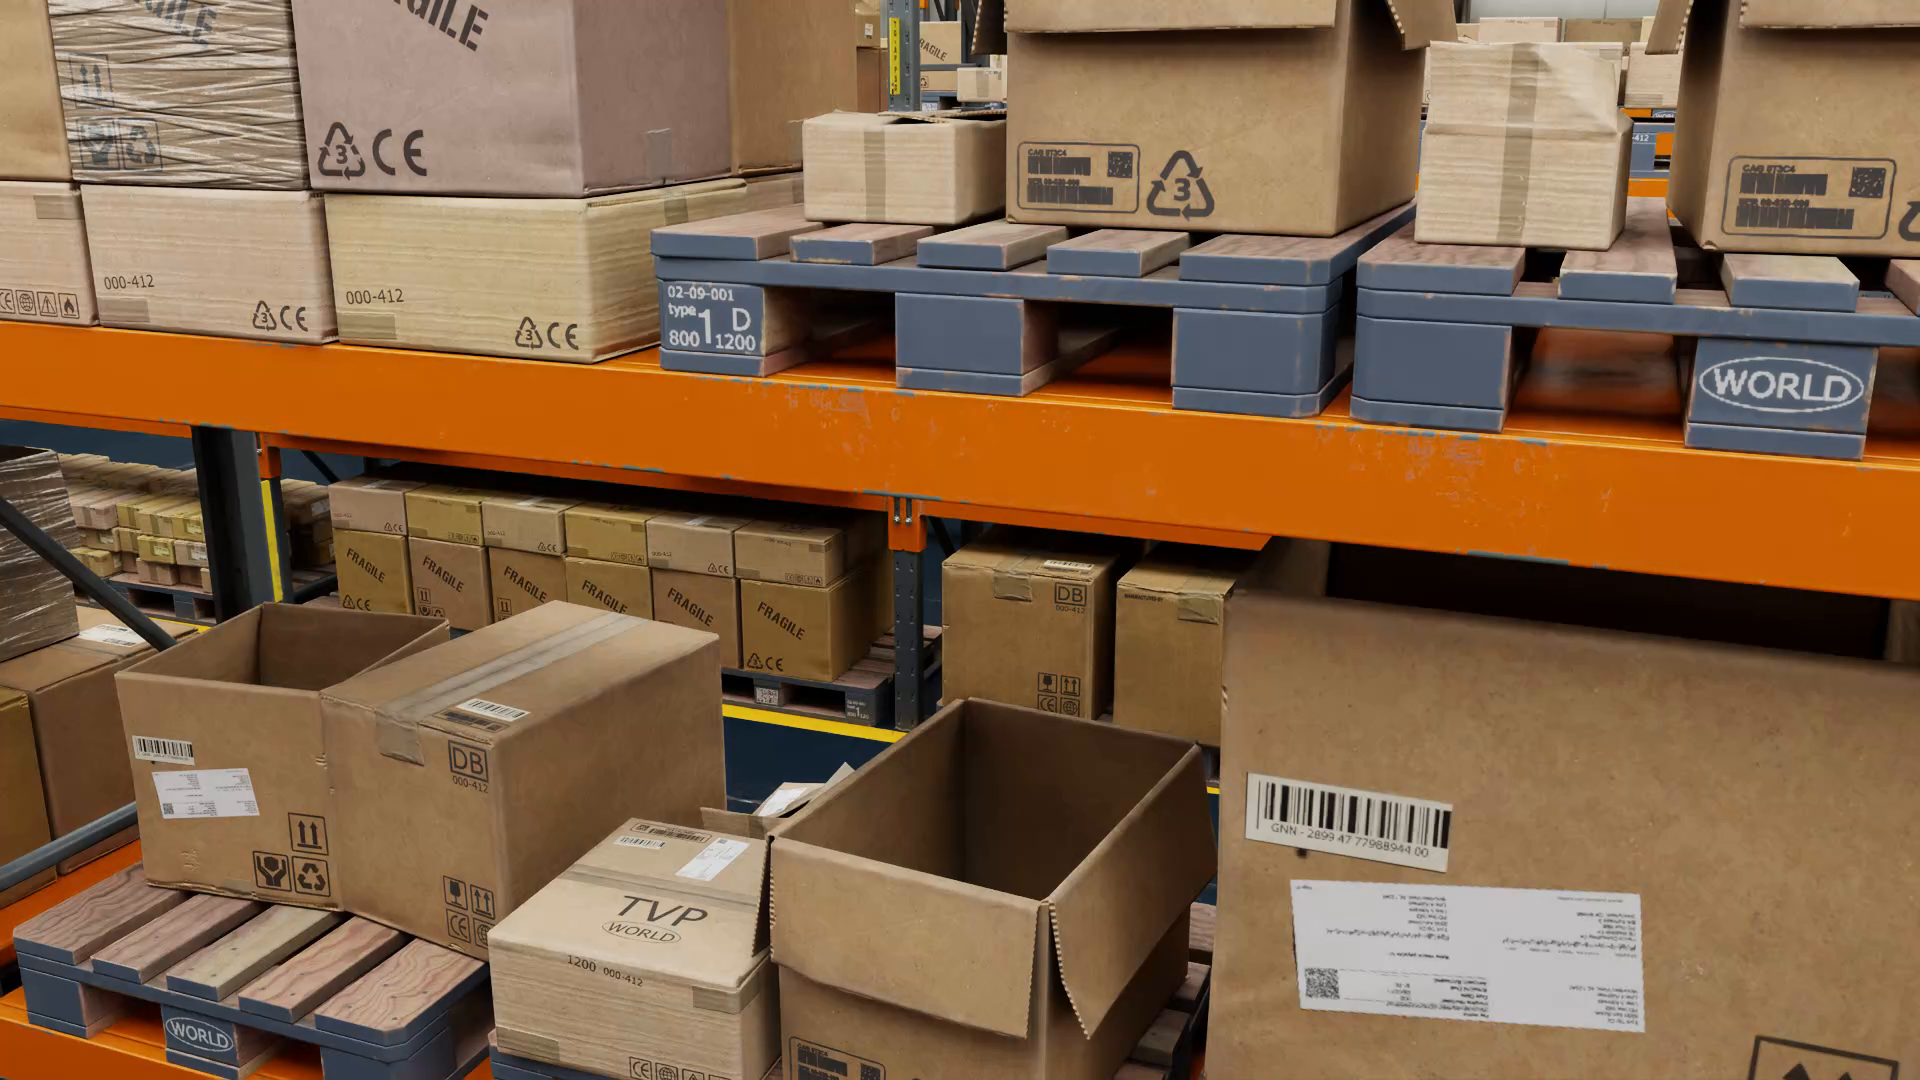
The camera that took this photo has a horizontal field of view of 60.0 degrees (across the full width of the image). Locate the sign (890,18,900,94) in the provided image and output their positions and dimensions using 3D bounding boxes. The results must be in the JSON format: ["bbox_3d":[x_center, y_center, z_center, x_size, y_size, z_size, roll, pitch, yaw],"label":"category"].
[{"bbox_3d":[-0.288,-2.151,7.394,0.005,0.325,0.100,6,17,21],"label":"sign"}]

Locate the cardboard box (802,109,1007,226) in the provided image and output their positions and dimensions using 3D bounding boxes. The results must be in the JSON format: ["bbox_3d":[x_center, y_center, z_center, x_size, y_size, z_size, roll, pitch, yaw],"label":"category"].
[{"bbox_3d":[-0.061,-0.613,2.691,0.250,0.166,0.380,6,17,19],"label":"cardboard box"}]

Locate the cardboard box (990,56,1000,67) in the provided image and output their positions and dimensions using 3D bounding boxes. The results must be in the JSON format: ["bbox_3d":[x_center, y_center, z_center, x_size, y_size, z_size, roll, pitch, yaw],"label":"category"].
[{"bbox_3d":[0.225,-3.524,12.541,0.258,0.266,0.396,6,17,19],"label":"cardboard box"}]

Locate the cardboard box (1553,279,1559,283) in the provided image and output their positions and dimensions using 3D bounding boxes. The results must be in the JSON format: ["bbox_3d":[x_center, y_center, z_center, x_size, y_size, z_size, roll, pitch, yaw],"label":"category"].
[{"bbox_3d":[2.690,-0.823,7.155,0.500,0.500,0.700,6,17,20],"label":"cardboard box"}]

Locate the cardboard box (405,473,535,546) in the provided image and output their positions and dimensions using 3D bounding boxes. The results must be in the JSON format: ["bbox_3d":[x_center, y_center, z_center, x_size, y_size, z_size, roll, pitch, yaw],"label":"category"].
[{"bbox_3d":[-2.722,-0.175,9.282,0.500,0.250,0.500,7,18,22],"label":"cardboard box"}]

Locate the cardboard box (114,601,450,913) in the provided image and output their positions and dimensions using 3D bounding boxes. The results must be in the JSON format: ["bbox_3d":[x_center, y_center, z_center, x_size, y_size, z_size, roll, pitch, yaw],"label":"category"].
[{"bbox_3d":[-1.484,0.469,3.746,0.500,0.500,0.500,4,17,14],"label":"cardboard box"}]

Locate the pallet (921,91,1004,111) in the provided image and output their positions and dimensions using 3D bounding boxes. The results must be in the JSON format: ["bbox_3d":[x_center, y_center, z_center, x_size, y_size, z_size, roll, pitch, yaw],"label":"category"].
[{"bbox_3d":[-0.025,-3.412,13.006,1.213,0.211,1.003,7,18,23],"label":"pallet"}]

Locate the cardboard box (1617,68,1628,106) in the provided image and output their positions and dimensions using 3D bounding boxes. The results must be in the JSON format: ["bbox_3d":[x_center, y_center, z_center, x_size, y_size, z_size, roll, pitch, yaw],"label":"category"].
[{"bbox_3d":[2.760,-1.933,7.091,0.380,0.149,0.250,6,17,21],"label":"cardboard box"}]

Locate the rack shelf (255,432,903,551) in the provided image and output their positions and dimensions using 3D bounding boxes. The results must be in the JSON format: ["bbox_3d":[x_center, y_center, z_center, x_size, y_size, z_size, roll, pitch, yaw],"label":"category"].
[{"bbox_3d":[-1.948,-0.462,9.174,4.000,0.370,1.077,6,17,21],"label":"rack shelf"}]

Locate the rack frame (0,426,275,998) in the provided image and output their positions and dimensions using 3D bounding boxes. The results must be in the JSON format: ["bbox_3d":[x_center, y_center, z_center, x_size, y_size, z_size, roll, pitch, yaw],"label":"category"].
[{"bbox_3d":[-2.001,0.674,3.973,0.127,3.000,1.000,6,17,21],"label":"rack frame"}]

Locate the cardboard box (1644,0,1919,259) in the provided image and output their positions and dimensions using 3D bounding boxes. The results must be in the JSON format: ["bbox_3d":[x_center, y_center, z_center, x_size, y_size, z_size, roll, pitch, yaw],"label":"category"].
[{"bbox_3d":[1.319,-0.683,2.327,0.637,0.503,0.797,5,17,18],"label":"cardboard box"}]

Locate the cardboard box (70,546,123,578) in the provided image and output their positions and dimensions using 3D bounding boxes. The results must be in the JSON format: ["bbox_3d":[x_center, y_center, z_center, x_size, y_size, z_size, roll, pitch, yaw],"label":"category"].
[{"bbox_3d":[-5.261,0.098,10.316,0.250,0.149,0.380,6,17,21],"label":"cardboard box"}]

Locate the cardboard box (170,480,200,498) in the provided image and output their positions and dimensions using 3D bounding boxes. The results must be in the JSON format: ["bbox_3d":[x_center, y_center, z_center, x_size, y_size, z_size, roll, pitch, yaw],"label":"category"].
[{"bbox_3d":[-4.792,-0.296,10.607,0.250,0.149,0.380,6,17,19],"label":"cardboard box"}]

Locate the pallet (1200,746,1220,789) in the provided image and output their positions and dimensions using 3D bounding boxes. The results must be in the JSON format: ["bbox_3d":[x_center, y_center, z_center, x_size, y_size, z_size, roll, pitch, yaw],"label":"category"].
[{"bbox_3d":[1.749,0.962,7.981,1.213,0.211,1.003,6,17,21],"label":"pallet"}]

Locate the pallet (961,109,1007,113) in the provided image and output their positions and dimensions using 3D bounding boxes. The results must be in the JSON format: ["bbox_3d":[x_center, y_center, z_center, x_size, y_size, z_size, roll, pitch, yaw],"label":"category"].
[{"bbox_3d":[0.531,-1.900,7.797,1.003,0.211,1.213,7,18,23],"label":"pallet"}]

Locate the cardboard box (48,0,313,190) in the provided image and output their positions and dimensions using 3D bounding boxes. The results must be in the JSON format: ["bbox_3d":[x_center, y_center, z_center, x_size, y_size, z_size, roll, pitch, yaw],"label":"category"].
[{"bbox_3d":[-1.188,-0.887,2.894,0.500,0.500,0.500,6,17,21],"label":"cardboard box"}]

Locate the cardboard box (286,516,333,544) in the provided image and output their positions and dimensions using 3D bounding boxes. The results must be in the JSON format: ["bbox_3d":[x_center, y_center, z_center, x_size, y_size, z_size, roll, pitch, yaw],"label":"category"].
[{"bbox_3d":[-4.028,-0.107,10.489,0.250,0.149,0.380,7,18,23],"label":"cardboard box"}]

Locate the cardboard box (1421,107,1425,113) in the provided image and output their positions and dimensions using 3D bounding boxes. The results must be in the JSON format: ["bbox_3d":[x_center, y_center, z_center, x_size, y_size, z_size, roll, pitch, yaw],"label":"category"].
[{"bbox_3d":[3.064,-3.238,11.882,0.637,0.503,0.797,6,17,21],"label":"cardboard box"}]

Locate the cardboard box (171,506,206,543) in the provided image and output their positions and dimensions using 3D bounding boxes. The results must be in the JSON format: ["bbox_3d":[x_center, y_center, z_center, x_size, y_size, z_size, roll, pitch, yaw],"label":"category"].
[{"bbox_3d":[-4.487,-0.115,9.982,0.250,0.149,0.380,7,17,21],"label":"cardboard box"}]

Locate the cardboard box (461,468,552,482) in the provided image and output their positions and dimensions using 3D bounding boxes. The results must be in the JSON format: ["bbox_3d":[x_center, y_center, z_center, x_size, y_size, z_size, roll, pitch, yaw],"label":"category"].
[{"bbox_3d":[-2.550,-0.306,9.734,0.500,0.250,0.500,7,18,23],"label":"cardboard box"}]

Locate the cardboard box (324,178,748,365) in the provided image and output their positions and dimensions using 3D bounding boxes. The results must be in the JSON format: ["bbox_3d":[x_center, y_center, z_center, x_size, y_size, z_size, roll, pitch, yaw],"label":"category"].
[{"bbox_3d":[-0.698,-0.478,2.829,0.500,0.250,0.500,7,17,22],"label":"cardboard box"}]

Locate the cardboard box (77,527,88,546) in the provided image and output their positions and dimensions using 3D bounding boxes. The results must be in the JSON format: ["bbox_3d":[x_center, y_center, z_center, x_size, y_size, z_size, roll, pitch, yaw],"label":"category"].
[{"bbox_3d":[-5.414,-0.089,10.426,0.250,0.149,0.380,5,17,18],"label":"cardboard box"}]

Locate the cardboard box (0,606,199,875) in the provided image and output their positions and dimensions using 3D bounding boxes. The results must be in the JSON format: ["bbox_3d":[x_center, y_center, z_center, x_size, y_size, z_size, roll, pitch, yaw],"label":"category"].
[{"bbox_3d":[-2.354,0.505,4.374,0.500,0.500,0.500,7,18,22],"label":"cardboard box"}]

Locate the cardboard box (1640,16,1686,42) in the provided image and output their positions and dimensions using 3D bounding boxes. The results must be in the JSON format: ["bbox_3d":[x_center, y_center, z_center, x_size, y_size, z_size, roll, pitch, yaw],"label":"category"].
[{"bbox_3d":[4.770,-3.324,10.982,0.500,0.250,0.500,7,17,22],"label":"cardboard box"}]

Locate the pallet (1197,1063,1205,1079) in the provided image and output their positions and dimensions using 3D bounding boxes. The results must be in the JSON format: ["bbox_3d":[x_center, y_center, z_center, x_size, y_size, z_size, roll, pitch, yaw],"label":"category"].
[{"bbox_3d":[1.062,1.059,2.990,1.213,0.211,1.003,6,17,21],"label":"pallet"}]

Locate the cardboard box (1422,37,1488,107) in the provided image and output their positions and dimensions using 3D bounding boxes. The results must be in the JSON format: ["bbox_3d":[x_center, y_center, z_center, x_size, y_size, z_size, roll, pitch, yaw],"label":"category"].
[{"bbox_3d":[1.922,-1.963,6.902,0.500,0.311,0.500,6,17,19],"label":"cardboard box"}]

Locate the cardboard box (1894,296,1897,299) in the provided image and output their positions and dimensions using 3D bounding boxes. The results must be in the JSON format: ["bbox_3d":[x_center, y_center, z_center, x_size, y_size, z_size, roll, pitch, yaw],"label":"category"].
[{"bbox_3d":[3.964,-0.737,6.627,0.550,0.550,0.875,6,17,21],"label":"cardboard box"}]

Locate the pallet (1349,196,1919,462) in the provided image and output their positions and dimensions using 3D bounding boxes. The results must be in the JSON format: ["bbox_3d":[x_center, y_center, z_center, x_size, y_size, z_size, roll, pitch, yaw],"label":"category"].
[{"bbox_3d":[1.184,-0.358,2.484,1.003,0.211,1.213,6,17,21],"label":"pallet"}]

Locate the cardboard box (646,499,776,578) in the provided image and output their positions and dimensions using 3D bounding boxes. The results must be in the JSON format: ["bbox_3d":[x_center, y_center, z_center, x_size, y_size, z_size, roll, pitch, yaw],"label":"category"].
[{"bbox_3d":[-1.294,-0.015,8.729,0.500,0.250,0.500,7,17,21],"label":"cardboard box"}]

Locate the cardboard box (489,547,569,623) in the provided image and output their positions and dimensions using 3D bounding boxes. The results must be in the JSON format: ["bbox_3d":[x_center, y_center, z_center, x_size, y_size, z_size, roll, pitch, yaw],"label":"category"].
[{"bbox_3d":[-2.233,0.235,9.213,0.500,0.500,0.500,7,17,22],"label":"cardboard box"}]

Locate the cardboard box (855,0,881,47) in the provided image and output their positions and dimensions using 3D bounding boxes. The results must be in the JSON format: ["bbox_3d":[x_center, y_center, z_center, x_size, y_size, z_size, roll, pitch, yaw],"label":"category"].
[{"bbox_3d":[-0.559,-2.433,7.740,0.258,0.266,0.396,6,17,21],"label":"cardboard box"}]

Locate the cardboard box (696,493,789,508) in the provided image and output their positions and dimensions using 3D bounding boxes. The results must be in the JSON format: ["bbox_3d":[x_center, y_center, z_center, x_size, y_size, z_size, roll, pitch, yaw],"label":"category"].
[{"bbox_3d":[-1.112,-0.149,9.192,0.500,0.250,0.500,6,17,20],"label":"cardboard box"}]

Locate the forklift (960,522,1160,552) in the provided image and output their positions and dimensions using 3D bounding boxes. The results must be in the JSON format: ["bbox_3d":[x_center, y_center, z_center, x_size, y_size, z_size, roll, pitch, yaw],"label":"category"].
[{"bbox_3d":[1.478,-1.068,10.097,3.031,2.935,1.130,12,20,36],"label":"forklift"}]

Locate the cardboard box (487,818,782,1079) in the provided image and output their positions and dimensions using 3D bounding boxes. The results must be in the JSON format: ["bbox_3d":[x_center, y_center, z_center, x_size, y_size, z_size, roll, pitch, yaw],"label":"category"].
[{"bbox_3d":[-0.527,0.775,3.140,0.500,0.250,0.500,6,17,19],"label":"cardboard box"}]

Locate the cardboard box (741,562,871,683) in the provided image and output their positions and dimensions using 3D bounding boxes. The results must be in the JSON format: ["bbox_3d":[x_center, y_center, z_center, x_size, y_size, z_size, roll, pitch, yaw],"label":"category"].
[{"bbox_3d":[-0.796,0.397,8.657,0.500,0.500,0.500,6,17,20],"label":"cardboard box"}]

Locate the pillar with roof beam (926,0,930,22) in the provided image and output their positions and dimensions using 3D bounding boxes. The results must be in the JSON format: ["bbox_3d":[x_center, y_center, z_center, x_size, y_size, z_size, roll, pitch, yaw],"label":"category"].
[{"bbox_3d":[-2.165,-5.663,15.040,0.400,9.000,9.100,6,17,21],"label":"pillar with roof beam"}]

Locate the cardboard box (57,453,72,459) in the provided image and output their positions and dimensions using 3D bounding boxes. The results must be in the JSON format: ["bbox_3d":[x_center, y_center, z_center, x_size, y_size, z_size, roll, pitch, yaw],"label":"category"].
[{"bbox_3d":[-6.226,-0.474,11.218,0.250,0.149,0.380,6,17,18],"label":"cardboard box"}]

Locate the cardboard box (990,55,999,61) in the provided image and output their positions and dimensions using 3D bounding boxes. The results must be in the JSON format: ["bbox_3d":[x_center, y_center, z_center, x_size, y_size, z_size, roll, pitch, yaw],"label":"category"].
[{"bbox_3d":[0.343,-5.116,17.520,0.250,0.149,0.380,6,17,20],"label":"cardboard box"}]

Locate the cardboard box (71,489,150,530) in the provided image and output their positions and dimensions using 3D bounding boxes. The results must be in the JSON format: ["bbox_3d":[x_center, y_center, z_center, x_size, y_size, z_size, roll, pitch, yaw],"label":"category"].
[{"bbox_3d":[-5.220,-0.189,10.237,0.250,0.149,0.380,5,17,18],"label":"cardboard box"}]

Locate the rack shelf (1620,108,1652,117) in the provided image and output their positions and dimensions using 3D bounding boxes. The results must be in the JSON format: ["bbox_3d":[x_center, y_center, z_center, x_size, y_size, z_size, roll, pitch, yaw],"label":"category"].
[{"bbox_3d":[5.313,-4.075,16.240,4.000,0.370,1.077,6,17,21],"label":"rack shelf"}]

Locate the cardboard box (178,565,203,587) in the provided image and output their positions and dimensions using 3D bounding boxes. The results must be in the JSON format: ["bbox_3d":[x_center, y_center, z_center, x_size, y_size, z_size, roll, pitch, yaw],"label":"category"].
[{"bbox_3d":[-4.509,0.156,10.117,0.250,0.149,0.380,7,18,22],"label":"cardboard box"}]

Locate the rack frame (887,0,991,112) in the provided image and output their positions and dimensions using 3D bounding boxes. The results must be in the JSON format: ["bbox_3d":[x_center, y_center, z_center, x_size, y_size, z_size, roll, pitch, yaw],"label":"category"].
[{"bbox_3d":[-0.088,-3.484,7.532,0.127,3.000,1.000,6,17,21],"label":"rack frame"}]

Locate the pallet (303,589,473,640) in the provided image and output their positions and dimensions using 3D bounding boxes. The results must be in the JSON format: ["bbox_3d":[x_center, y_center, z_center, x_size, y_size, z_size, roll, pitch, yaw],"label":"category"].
[{"bbox_3d":[-3.084,0.407,9.894,1.213,0.211,1.003,6,17,21],"label":"pallet"}]

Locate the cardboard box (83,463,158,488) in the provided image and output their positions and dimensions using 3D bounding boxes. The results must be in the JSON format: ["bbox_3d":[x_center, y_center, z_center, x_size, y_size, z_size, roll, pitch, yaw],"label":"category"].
[{"bbox_3d":[-5.497,-0.385,10.914,0.250,0.149,0.380,6,17,21],"label":"cardboard box"}]

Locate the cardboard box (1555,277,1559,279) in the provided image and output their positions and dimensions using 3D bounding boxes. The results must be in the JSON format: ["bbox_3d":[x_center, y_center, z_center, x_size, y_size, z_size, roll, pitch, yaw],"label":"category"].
[{"bbox_3d":[4.380,-1.918,11.434,0.500,0.500,0.500,6,17,21],"label":"cardboard box"}]

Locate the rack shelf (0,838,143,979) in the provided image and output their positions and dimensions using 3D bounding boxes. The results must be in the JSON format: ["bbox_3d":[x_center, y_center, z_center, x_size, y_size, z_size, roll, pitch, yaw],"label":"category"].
[{"bbox_3d":[-3.862,0.814,4.778,4.000,0.370,1.077,6,17,21],"label":"rack shelf"}]

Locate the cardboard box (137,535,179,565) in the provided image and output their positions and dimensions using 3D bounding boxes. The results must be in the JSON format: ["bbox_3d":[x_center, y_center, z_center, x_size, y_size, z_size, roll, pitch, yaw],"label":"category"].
[{"bbox_3d":[-4.730,0.016,10.066,0.250,0.149,0.380,6,17,19],"label":"cardboard box"}]
